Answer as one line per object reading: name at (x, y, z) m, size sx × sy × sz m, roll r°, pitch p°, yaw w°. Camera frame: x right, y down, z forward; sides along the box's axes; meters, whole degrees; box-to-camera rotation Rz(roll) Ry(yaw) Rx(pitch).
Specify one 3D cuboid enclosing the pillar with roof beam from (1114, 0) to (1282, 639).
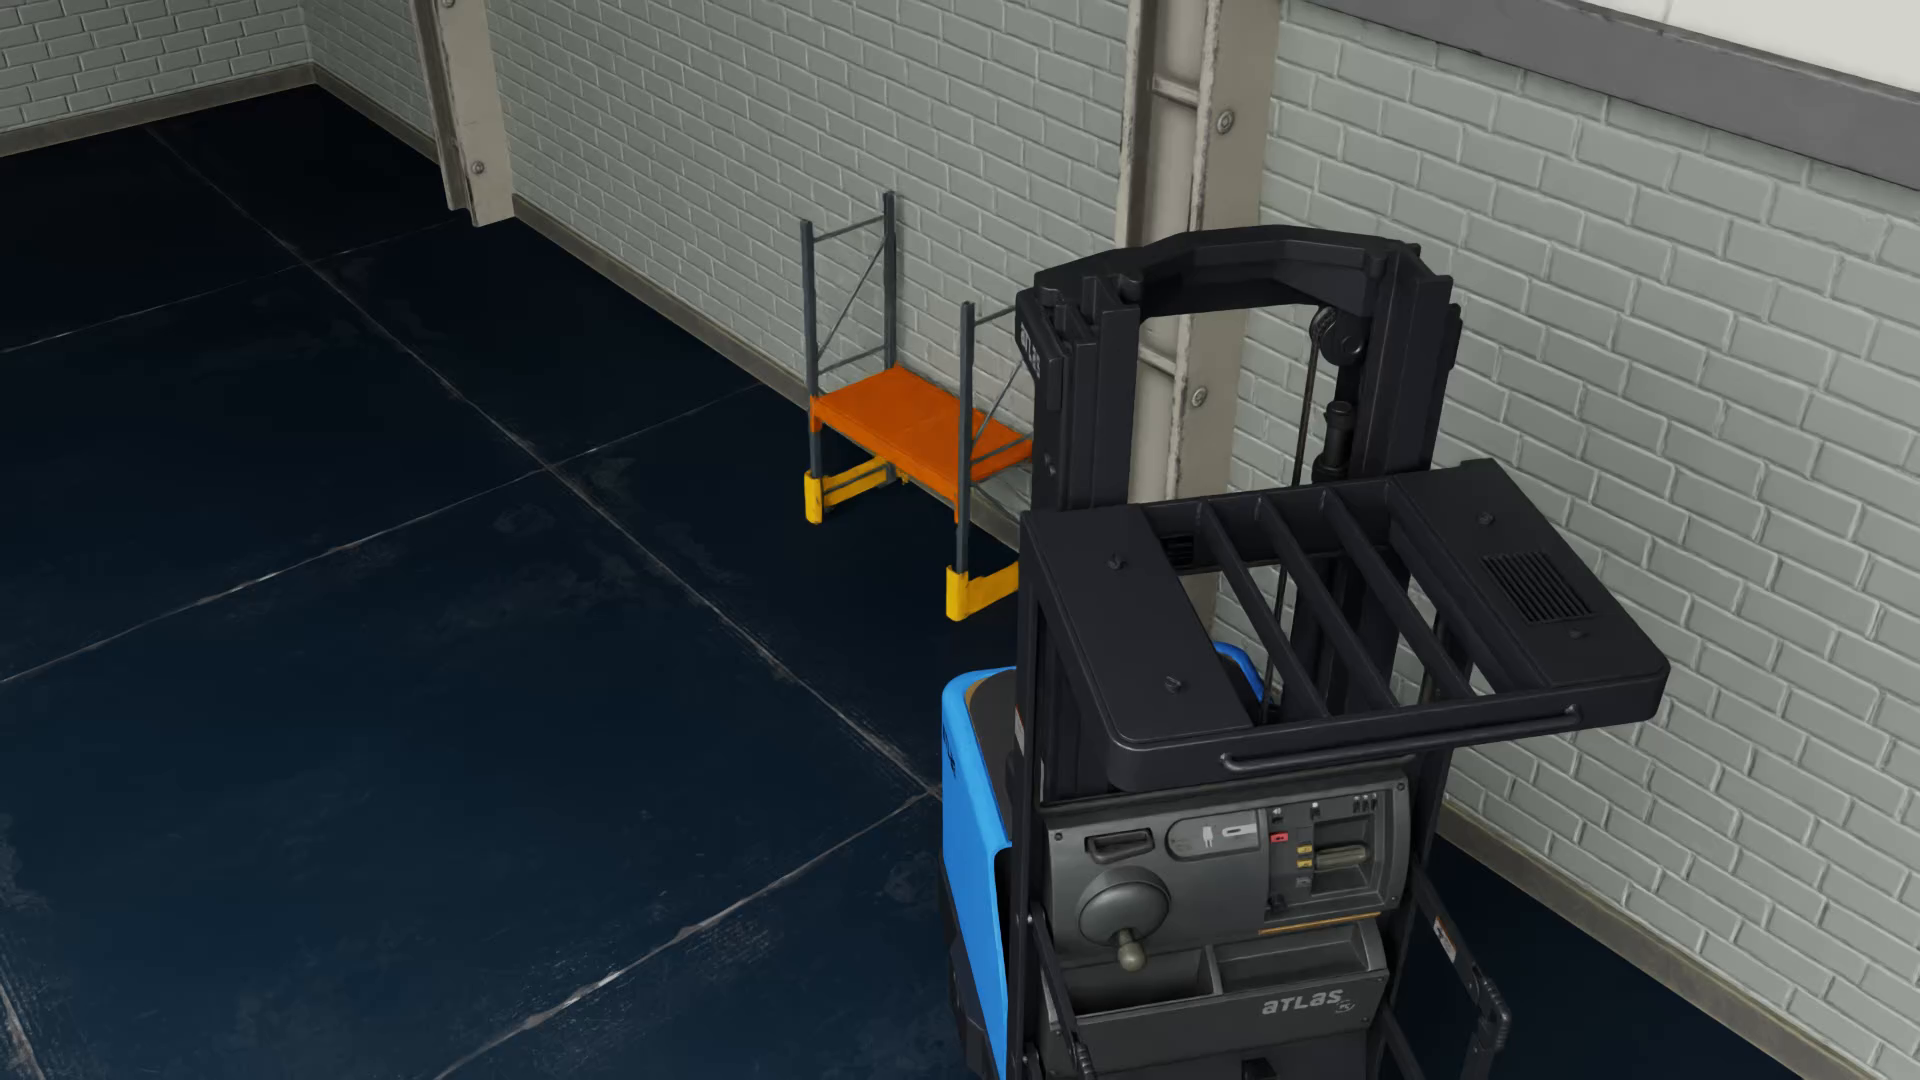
pillar with roof beam at (-2.496, -1.543, 2.143) m, size 9.100 × 9.000 × 0.400 m, roll -26°, pitch 43°, yaw -32°

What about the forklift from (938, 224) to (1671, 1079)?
forklift at (0.718, 0.887, 3.962) m, size 1.130 × 2.935 × 3.031 m, roll -7°, pitch 36°, yaw -9°

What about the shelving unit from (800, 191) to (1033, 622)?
shelving unit at (-0.147, -0.598, 7.284) m, size 0.587 × 1.500 × 1.083 m, roll -27°, pitch 43°, yaw -34°

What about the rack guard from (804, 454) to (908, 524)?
rack guard at (-0.490, -0.298, 7.940) m, size 0.587 × 0.250 × 0.087 m, roll -27°, pitch 43°, yaw -34°

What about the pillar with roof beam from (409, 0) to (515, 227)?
pillar with roof beam at (-6.368, -4.192, 5.883) m, size 9.100 × 9.000 × 0.400 m, roll -26°, pitch 43°, yaw -32°

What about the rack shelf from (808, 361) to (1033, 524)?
rack shelf at (-0.155, -0.454, 7.392) m, size 0.538 × 0.185 × 1.000 m, roll -27°, pitch 43°, yaw -34°

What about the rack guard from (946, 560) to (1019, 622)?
rack guard at (0.177, 0.131, 7.337) m, size 0.587 × 0.250 × 0.087 m, roll -27°, pitch 43°, yaw -34°

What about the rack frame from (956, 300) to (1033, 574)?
rack frame at (0.188, -0.383, 6.982) m, size 0.500 × 1.500 × 0.032 m, roll -27°, pitch 43°, yaw -34°

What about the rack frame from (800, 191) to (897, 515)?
rack frame at (-0.493, -0.821, 7.597) m, size 0.500 × 1.500 × 0.032 m, roll -27°, pitch 43°, yaw -34°
